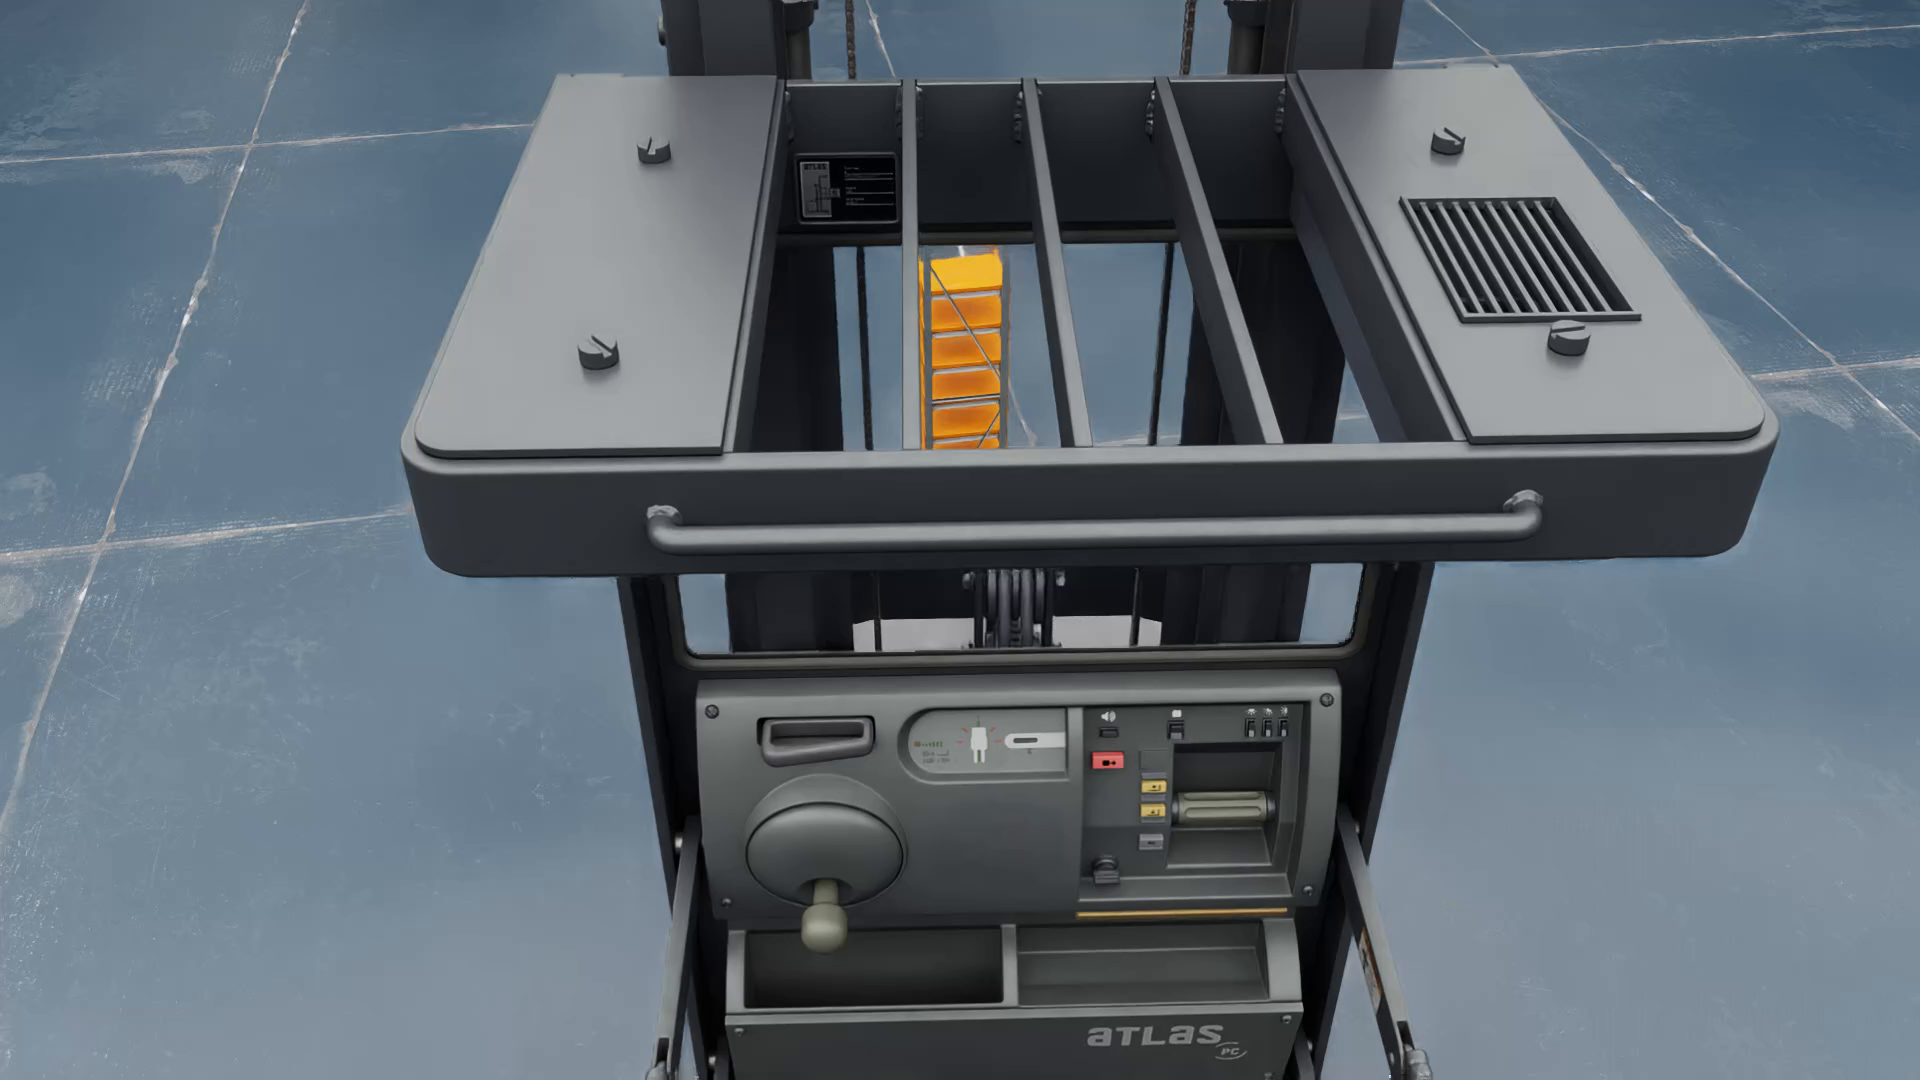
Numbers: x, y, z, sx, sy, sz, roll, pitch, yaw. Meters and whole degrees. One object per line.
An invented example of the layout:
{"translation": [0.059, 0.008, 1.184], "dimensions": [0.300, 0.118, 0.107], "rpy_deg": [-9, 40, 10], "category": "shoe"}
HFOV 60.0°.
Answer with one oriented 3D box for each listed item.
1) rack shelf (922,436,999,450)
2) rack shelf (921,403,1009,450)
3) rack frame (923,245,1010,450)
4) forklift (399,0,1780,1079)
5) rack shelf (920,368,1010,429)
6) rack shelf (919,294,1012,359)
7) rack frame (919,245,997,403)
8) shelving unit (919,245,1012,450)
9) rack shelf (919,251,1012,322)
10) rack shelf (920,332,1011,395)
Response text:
{"translation": [0.003, -0.240, 5.045], "dimensions": [0.258, 0.103, 0.180], "rpy_deg": [-6, 38, -8], "category": "rack shelf"}
{"translation": [0.003, -0.335, 4.972], "dimensions": [0.258, 0.103, 0.180], "rpy_deg": [-6, 38, -8], "category": "rack shelf"}
{"translation": [0.019, -0.410, 4.800], "dimensions": [0.240, 1.200, 0.006], "rpy_deg": [-6, 38, -8], "category": "rack frame"}
{"translation": [0.095, 0.466, 2.262], "dimensions": [1.130, 2.935, 3.031], "rpy_deg": [-1, 38, -1], "category": "forklift"}
{"translation": [0.003, -0.430, 4.898], "dimensions": [0.258, 0.103, 0.180], "rpy_deg": [-6, 38, -8], "category": "rack shelf"}
{"translation": [0.003, -0.620, 4.751], "dimensions": [0.258, 0.103, 0.180], "rpy_deg": [-6, 38, -8], "category": "rack shelf"}
{"translation": [-0.013, -0.520, 4.942], "dimensions": [0.240, 1.200, 0.006], "rpy_deg": [-6, 38, -8], "category": "rack frame"}
{"translation": [0.003, -0.465, 4.871], "dimensions": [0.258, 1.200, 0.189], "rpy_deg": [-6, 38, -8], "category": "shelving unit"}
{"translation": [0.003, -0.714, 4.677], "dimensions": [0.258, 0.103, 0.180], "rpy_deg": [-6, 38, -8], "category": "rack shelf"}
{"translation": [0.003, -0.525, 4.824], "dimensions": [0.258, 0.103, 0.180], "rpy_deg": [-6, 38, -8], "category": "rack shelf"}
